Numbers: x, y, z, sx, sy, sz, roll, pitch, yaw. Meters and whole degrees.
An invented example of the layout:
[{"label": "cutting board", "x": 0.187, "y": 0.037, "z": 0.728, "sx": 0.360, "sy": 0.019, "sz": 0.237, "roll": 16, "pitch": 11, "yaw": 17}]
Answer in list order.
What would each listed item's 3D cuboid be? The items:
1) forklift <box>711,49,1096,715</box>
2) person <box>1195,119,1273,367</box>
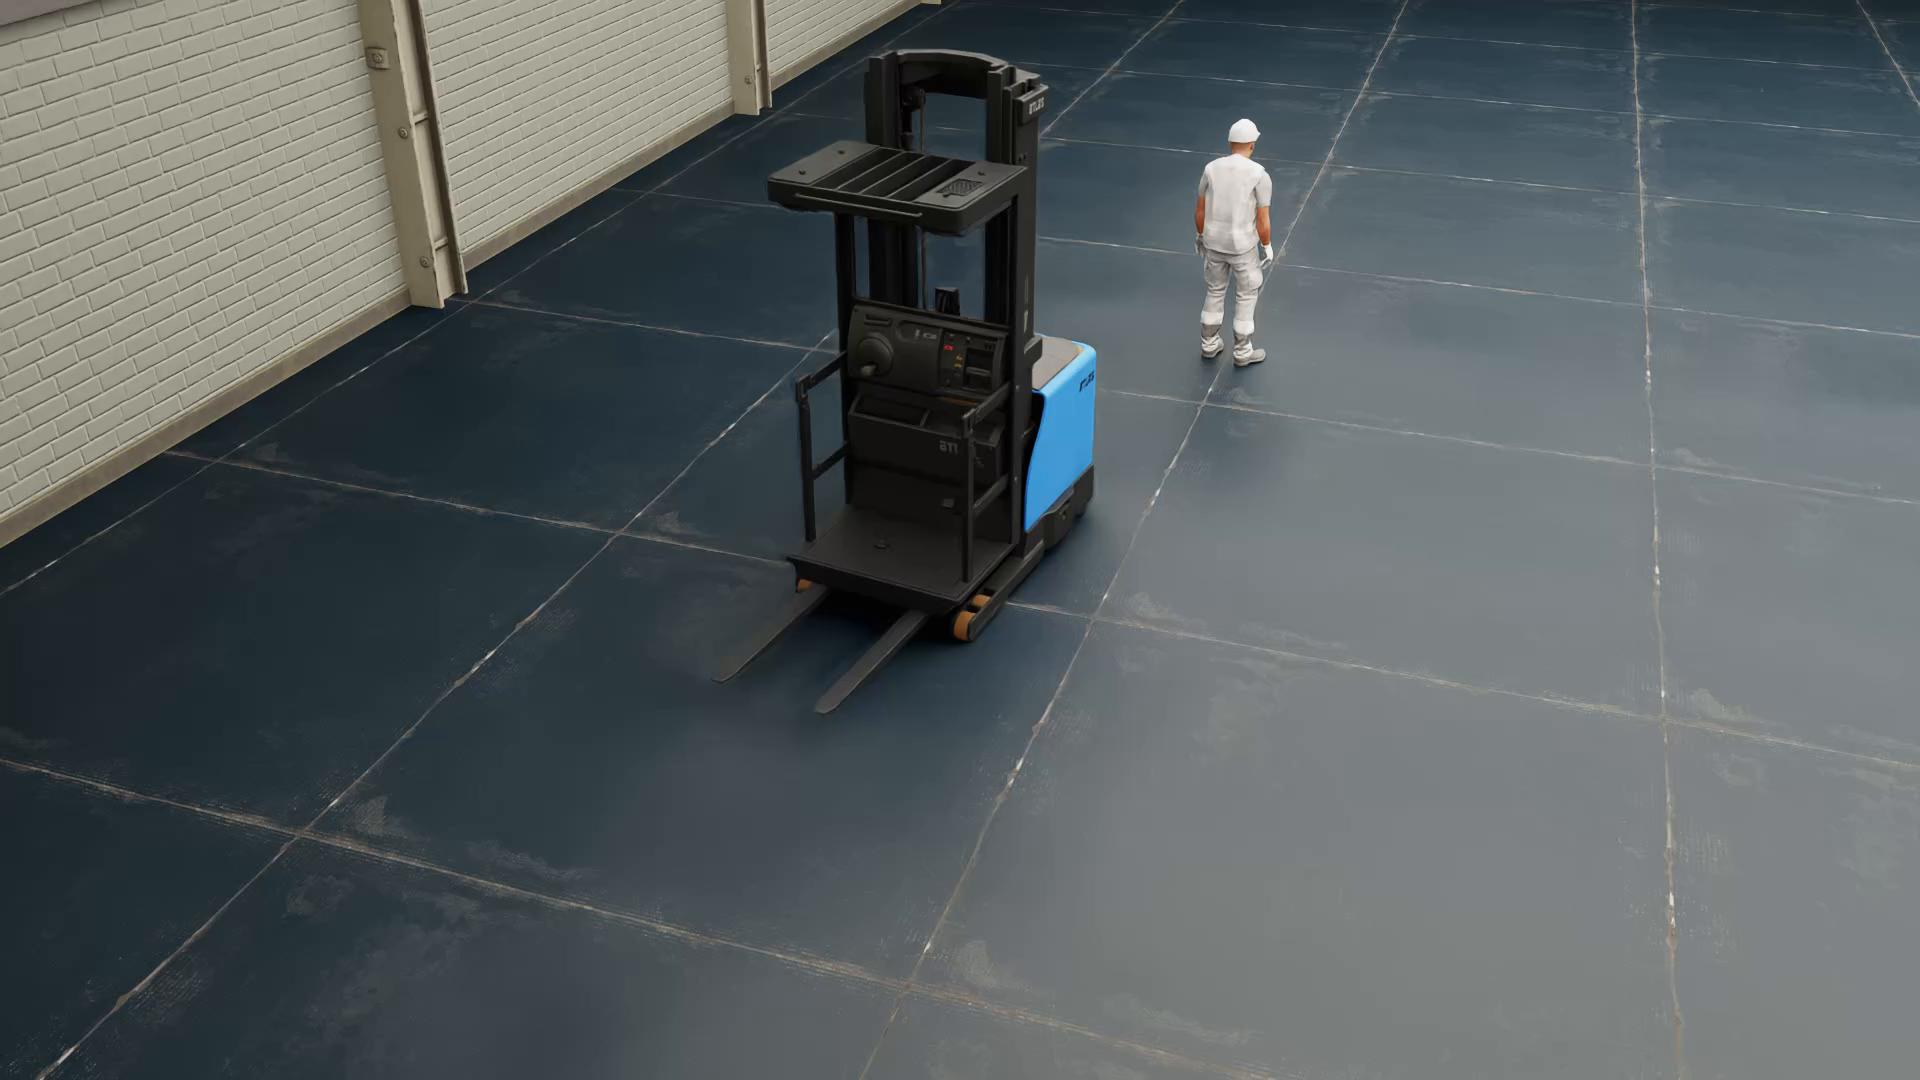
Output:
[{"label": "forklift", "x": -0.281, "y": -0.968, "z": 8.835, "sx": 1.130, "sy": 2.935, "sz": 3.031, "roll": 14, "pitch": 33, "yaw": 23}, {"label": "person", "x": 1.991, "y": -2.153, "z": 12.083, "sx": 0.609, "sy": 1.777, "sz": 0.453, "roll": 19, "pitch": 35, "yaw": 29}]
